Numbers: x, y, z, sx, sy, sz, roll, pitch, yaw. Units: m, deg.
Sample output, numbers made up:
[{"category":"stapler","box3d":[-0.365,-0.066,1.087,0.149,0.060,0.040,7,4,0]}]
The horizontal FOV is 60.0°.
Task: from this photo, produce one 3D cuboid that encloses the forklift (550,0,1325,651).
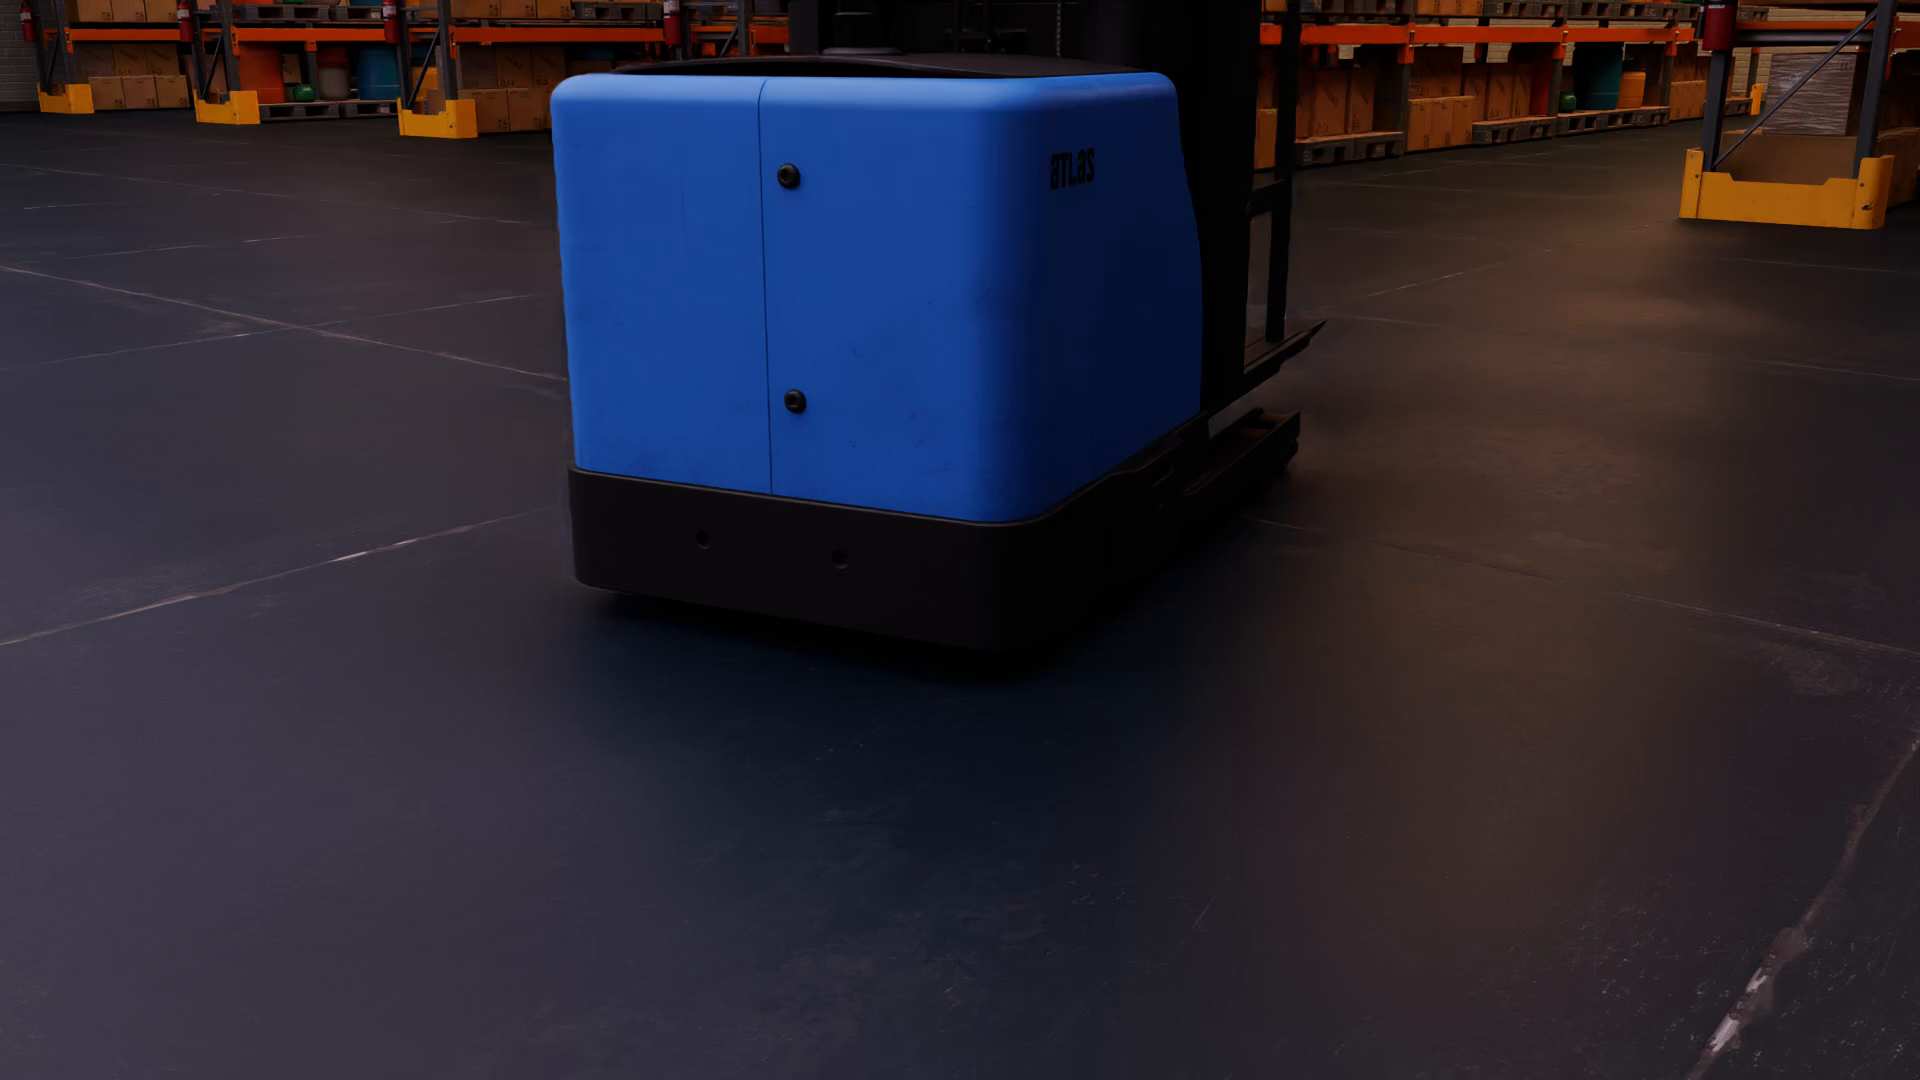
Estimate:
[{"category":"forklift","box3d":[0.284,-1.583,4.110,1.130,2.935,3.031,8,19,24]}]
